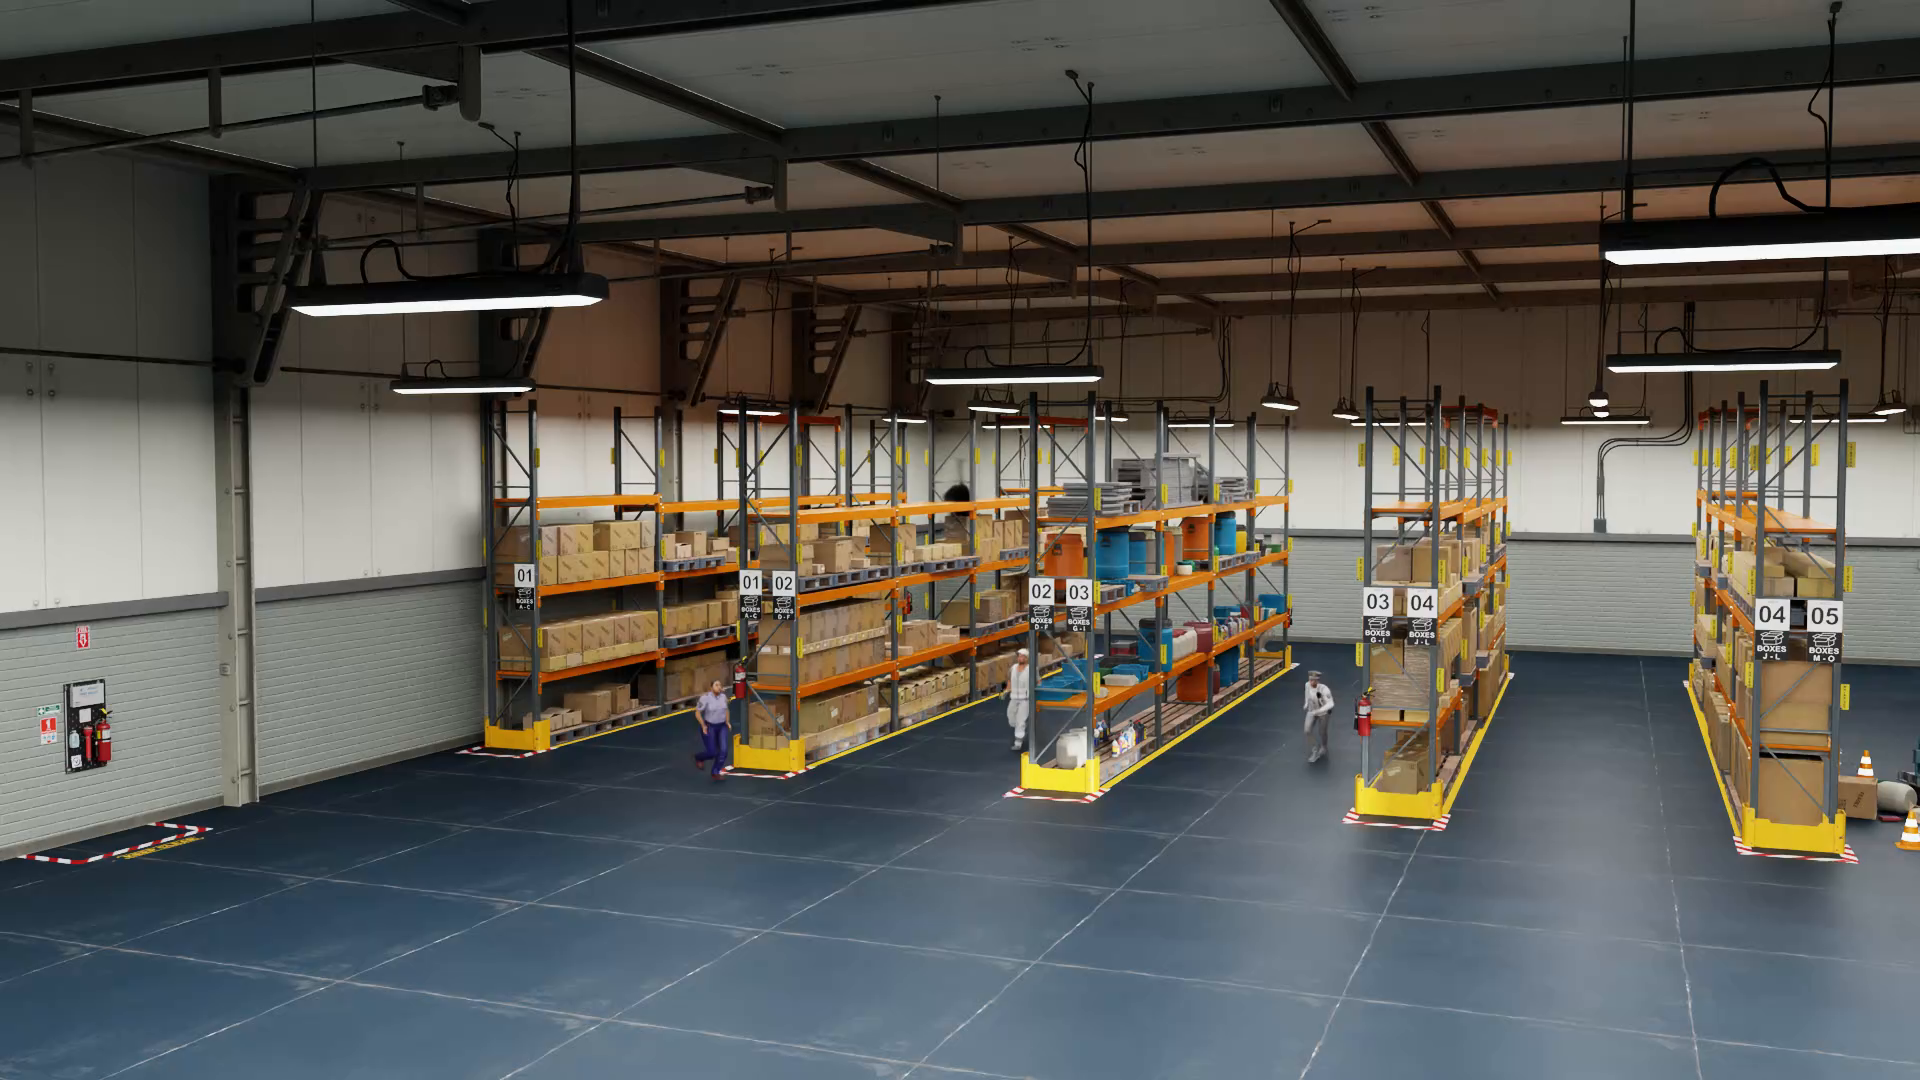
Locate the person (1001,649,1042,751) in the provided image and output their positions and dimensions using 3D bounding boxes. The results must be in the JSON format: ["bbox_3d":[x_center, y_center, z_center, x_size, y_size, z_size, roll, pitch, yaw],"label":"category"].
[{"bbox_3d":[1.083,2.731,28.530,0.656,1.745,0.669,1,3,26],"label":"person"}]

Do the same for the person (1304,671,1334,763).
[{"bbox_3d":[5.960,2.878,27.500,0.611,1.508,0.998,2,3,31],"label":"person"}]

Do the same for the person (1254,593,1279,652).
[{"bbox_3d":[7.917,2.116,42.870,0.687,1.557,0.874,-2,4,-41],"label":"person"}]

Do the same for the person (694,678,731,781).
[{"bbox_3d":[-3.862,2.940,25.912,0.593,1.588,0.586,-2,4,-39],"label":"person"}]
